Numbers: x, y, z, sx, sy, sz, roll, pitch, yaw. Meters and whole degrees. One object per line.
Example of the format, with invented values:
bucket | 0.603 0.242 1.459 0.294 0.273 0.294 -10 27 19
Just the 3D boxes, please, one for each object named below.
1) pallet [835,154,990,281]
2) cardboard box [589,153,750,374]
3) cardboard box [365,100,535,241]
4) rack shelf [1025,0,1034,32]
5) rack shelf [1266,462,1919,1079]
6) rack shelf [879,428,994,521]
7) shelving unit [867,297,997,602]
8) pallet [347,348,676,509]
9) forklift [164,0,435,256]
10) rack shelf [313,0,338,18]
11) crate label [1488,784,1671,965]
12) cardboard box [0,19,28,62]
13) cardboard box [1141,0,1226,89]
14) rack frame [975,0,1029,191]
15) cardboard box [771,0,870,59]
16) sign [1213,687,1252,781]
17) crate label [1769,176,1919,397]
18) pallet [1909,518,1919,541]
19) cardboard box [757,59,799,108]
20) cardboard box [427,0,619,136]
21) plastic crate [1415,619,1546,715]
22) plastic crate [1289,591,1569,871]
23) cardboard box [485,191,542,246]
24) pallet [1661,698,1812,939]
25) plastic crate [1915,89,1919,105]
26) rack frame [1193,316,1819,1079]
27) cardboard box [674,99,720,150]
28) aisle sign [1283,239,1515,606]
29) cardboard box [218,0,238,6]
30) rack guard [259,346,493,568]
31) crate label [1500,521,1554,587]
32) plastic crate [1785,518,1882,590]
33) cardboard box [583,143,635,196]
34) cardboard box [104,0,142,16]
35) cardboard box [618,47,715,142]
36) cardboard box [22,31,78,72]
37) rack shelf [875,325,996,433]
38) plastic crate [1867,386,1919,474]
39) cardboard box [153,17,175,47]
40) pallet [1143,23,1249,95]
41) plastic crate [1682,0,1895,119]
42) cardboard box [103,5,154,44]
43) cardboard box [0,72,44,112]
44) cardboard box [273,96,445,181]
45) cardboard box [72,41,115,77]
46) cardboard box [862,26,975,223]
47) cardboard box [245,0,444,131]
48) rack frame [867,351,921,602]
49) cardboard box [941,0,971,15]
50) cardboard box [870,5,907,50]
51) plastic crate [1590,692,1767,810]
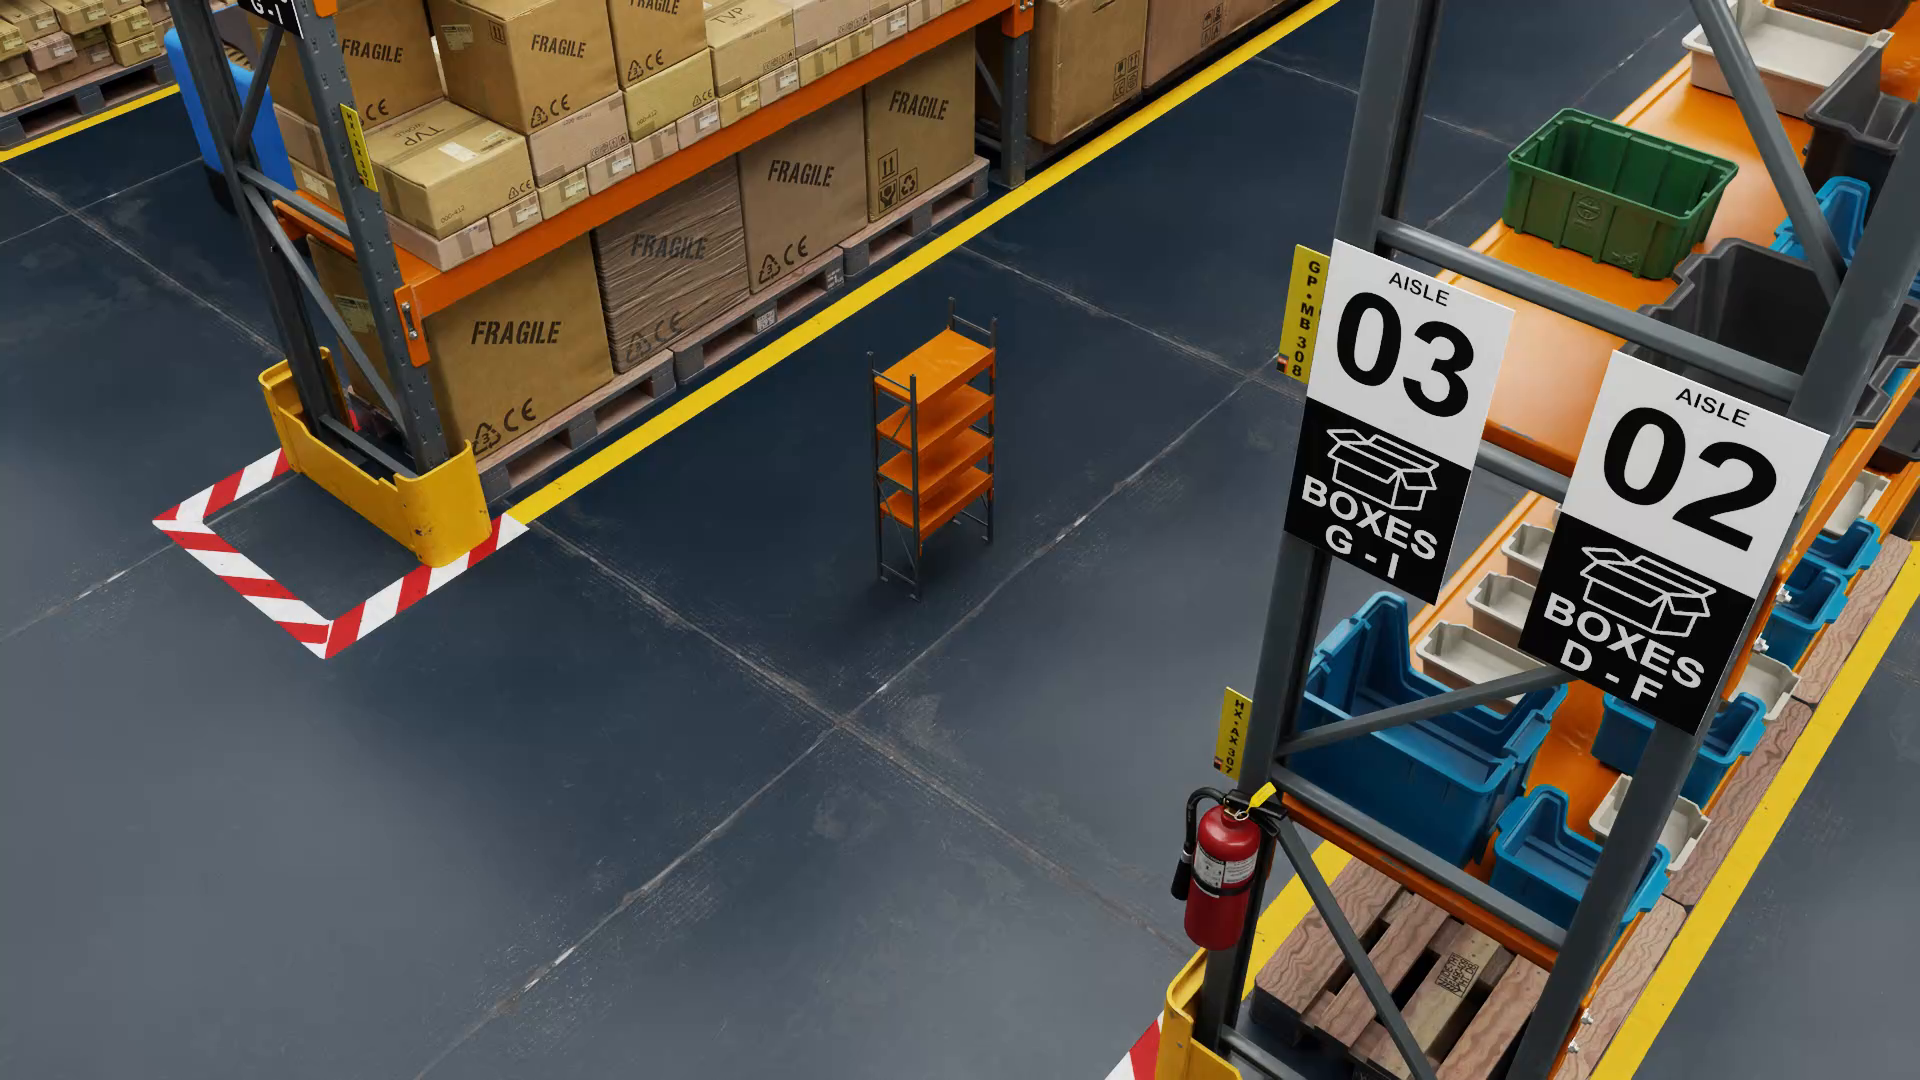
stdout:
pallet | -0.590 -1.993 9.467 1.003 0.211 1.213 29 50 28
cardboard box | -1.679 -1.524 8.146 0.875 0.875 0.875 29 50 28
cardboard box | -2.099 -1.507 6.751 0.500 0.250 0.500 28 49 27
rack shelf | 1.247 -4.146 10.297 1.077 0.370 4.000 29 50 28
rack shelf | 2.463 0.058 5.673 1.077 0.370 4.000 29 50 28
rack shelf | -0.107 -0.309 6.980 0.258 0.148 0.480 29 50 28
shelving unit | -0.107 -0.359 6.935 0.258 1.200 0.503 29 50 28
pallet | -2.160 -0.736 8.085 1.003 0.211 1.213 29 50 28
forklift | -2.925 -3.551 9.158 1.130 2.935 3.031 29 50 28
rack shelf | -1.328 -3.196 7.022 1.077 0.370 4.000 29 50 28
crate label | 1.587 0.877 4.318 0.416 0.233 0.303 29 50 28
cardboard box | -5.749 -2.965 9.829 0.380 0.149 0.250 27 49 27
cardboard box | 0.930 -3.550 10.374 1.225 0.875 0.875 28 49 27
rack frame | -0.041 -3.382 8.922 1.000 3.000 0.127 29 50 28
cardboard box | -0.783 -2.565 7.914 0.500 0.250 0.500 31 50 29
sign | 0.745 0.532 4.496 0.100 0.325 0.005 29 50 28
crate label | 2.017 -0.568 3.708 0.408 0.251 0.502 29 50 28
pallet | 4.279 -0.585 7.919 1.003 0.211 1.213 29 50 28
cardboard box | -0.977 -2.198 7.806 0.380 0.149 0.250 30 50 29
cardboard box | -1.778 -2.042 6.782 0.500 0.500 0.500 28 49 28
plastic crate | 1.562 0.399 4.915 0.396 0.136 0.243 29 50 28
plastic crate | 1.249 0.533 4.545 0.616 0.435 0.499 29 50 28
cardboard box | -1.970 -1.402 6.931 0.380 0.149 0.250 29 50 28
pallet | 2.522 0.820 6.373 1.003 0.211 1.213 29 50 28
plastic crate | 2.839 -1.252 4.437 0.437 0.282 0.530 29 50 28
rack frame | 1.176 0.822 4.299 1.000 3.000 0.127 29 50 28
cardboard box | -1.308 -1.933 7.515 0.380 0.149 0.250 29 50 28
aisle sign | 0.906 -0.230 3.523 0.394 0.787 0.004 29 50 28
cardboard box | -4.779 -3.556 10.920 0.380 0.149 0.250 30 50 28
rack guard | -2.630 -0.385 7.484 1.175 0.500 0.348 29 50 28
crate label | 1.920 0.102 5.242 0.396 0.136 0.243 29 50 28
plastic crate | 2.627 0.045 5.233 0.416 0.233 0.300 29 50 28
cardboard box | -1.638 -1.669 7.225 0.380 0.149 0.250 29 50 28
cardboard box | -5.307 -3.397 10.304 0.380 0.149 0.250 27 49 27
cardboard box | -1.444 -2.035 7.331 0.500 0.250 0.500 28 49 27
cardboard box | -5.593 -3.008 10.096 0.380 0.149 0.250 29 50 28
rack shelf | -0.107 -0.649 6.671 0.258 0.148 0.480 29 50 28
plastic crate | 3.236 -0.465 5.874 0.437 0.125 0.590 29 50 28
cardboard box | -5.164 -3.312 10.652 0.380 0.149 0.250 30 50 29
pallet | 1.183 -3.411 11.027 1.003 0.211 1.213 29 50 28
plastic crate | 2.316 -1.362 4.666 0.437 0.136 0.530 29 50 28
cardboard box | -5.255 -3.257 10.371 0.380 0.149 0.250 31 51 30
cardboard box | -5.764 -2.754 10.038 0.380 0.149 0.250 31 50 29
cardboard box | -2.506 -1.741 7.008 0.500 0.250 0.500 29 50 28
cardboard box | -5.504 -3.055 10.369 0.380 0.149 0.250 30 50 29
cardboard box | -0.527 -2.446 9.160 0.875 0.875 0.875 29 50 28
cardboard box | -2.502 -2.019 6.756 0.500 0.500 0.500 30 50 29
rack frame | -0.264 -0.233 6.797 0.240 1.200 0.015 29 50 28
cardboard box | -0.152 -2.857 8.532 0.380 0.149 0.250 30 50 29
cardboard box | -0.482 -2.593 8.241 0.380 0.149 0.250 30 50 29
plastic crate | 2.011 0.538 4.691 0.416 0.233 0.300 29 50 28
